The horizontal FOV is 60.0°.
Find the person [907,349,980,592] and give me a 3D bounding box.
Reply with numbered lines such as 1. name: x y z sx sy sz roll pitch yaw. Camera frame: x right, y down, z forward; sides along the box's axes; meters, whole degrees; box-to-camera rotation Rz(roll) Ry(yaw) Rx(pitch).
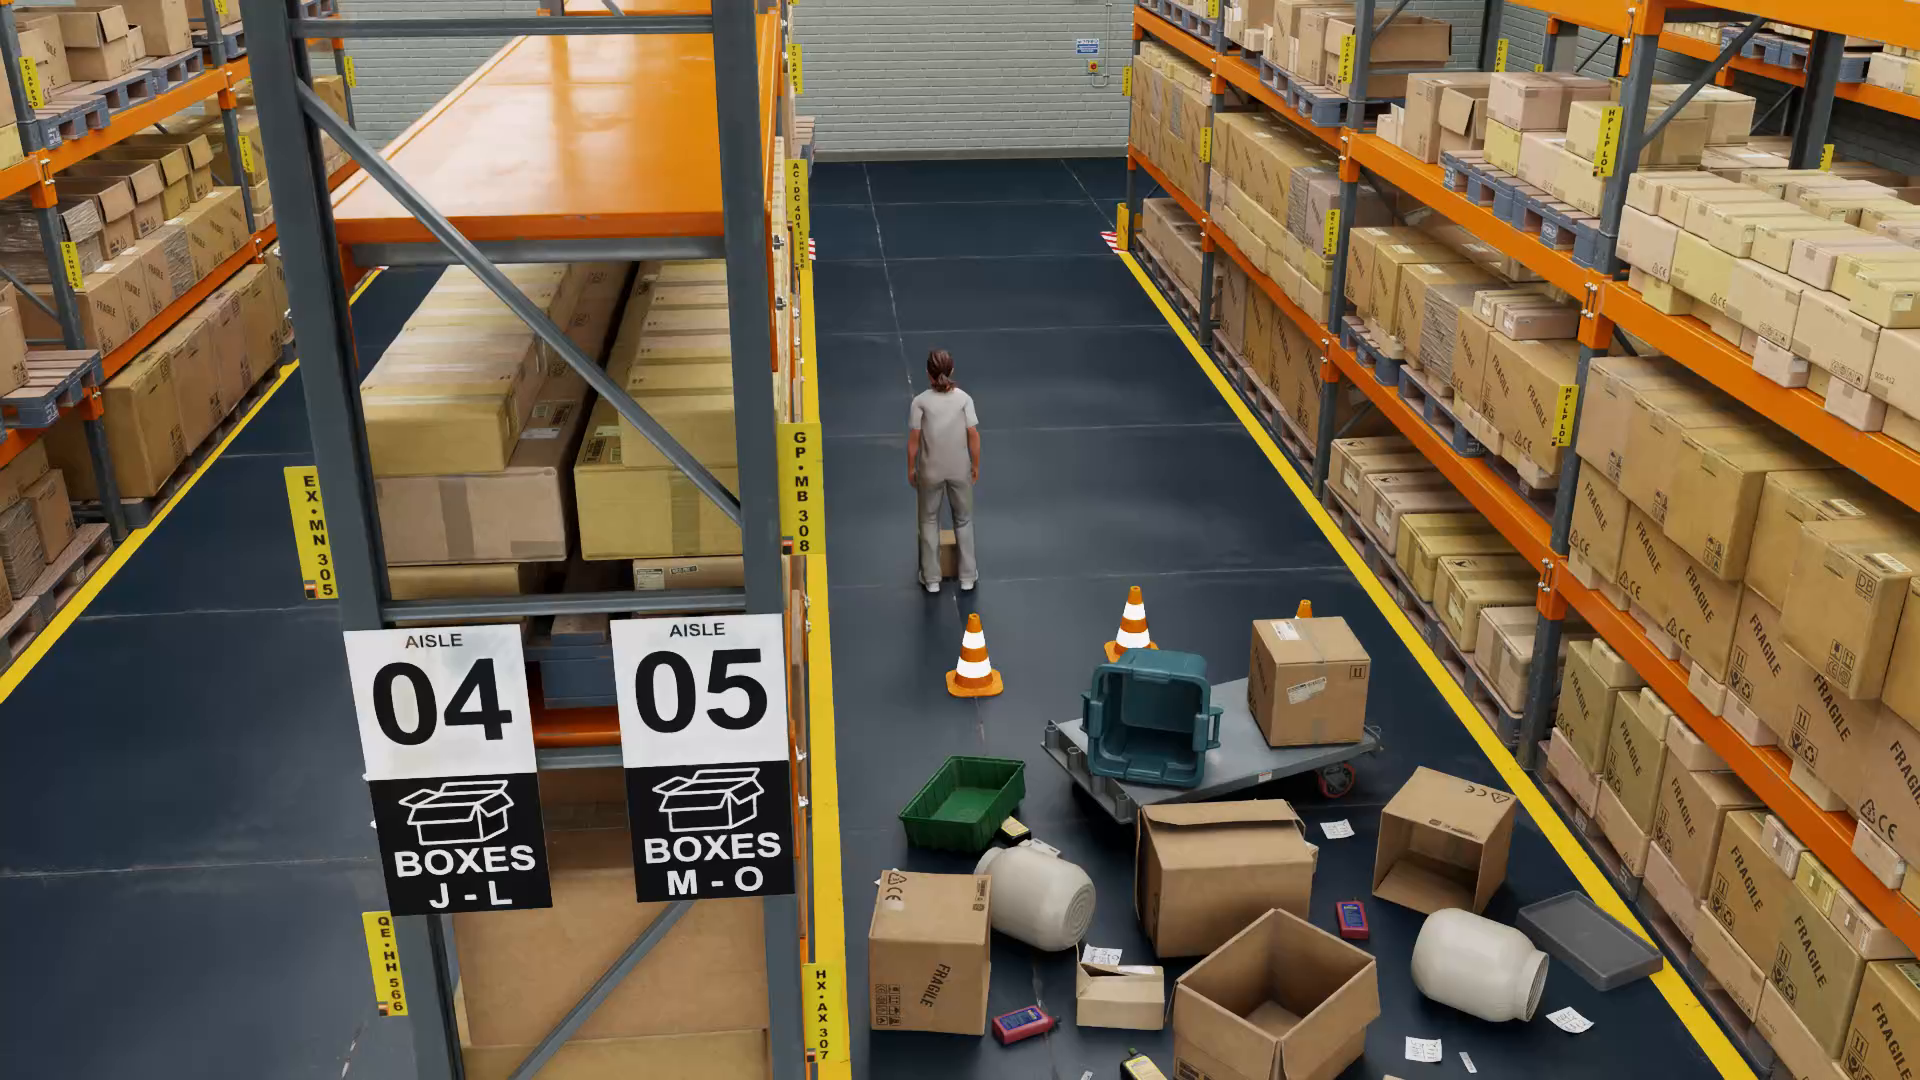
1. person: -0.107 -0.458 11.139 0.496 1.673 0.355 -3 24 -6
